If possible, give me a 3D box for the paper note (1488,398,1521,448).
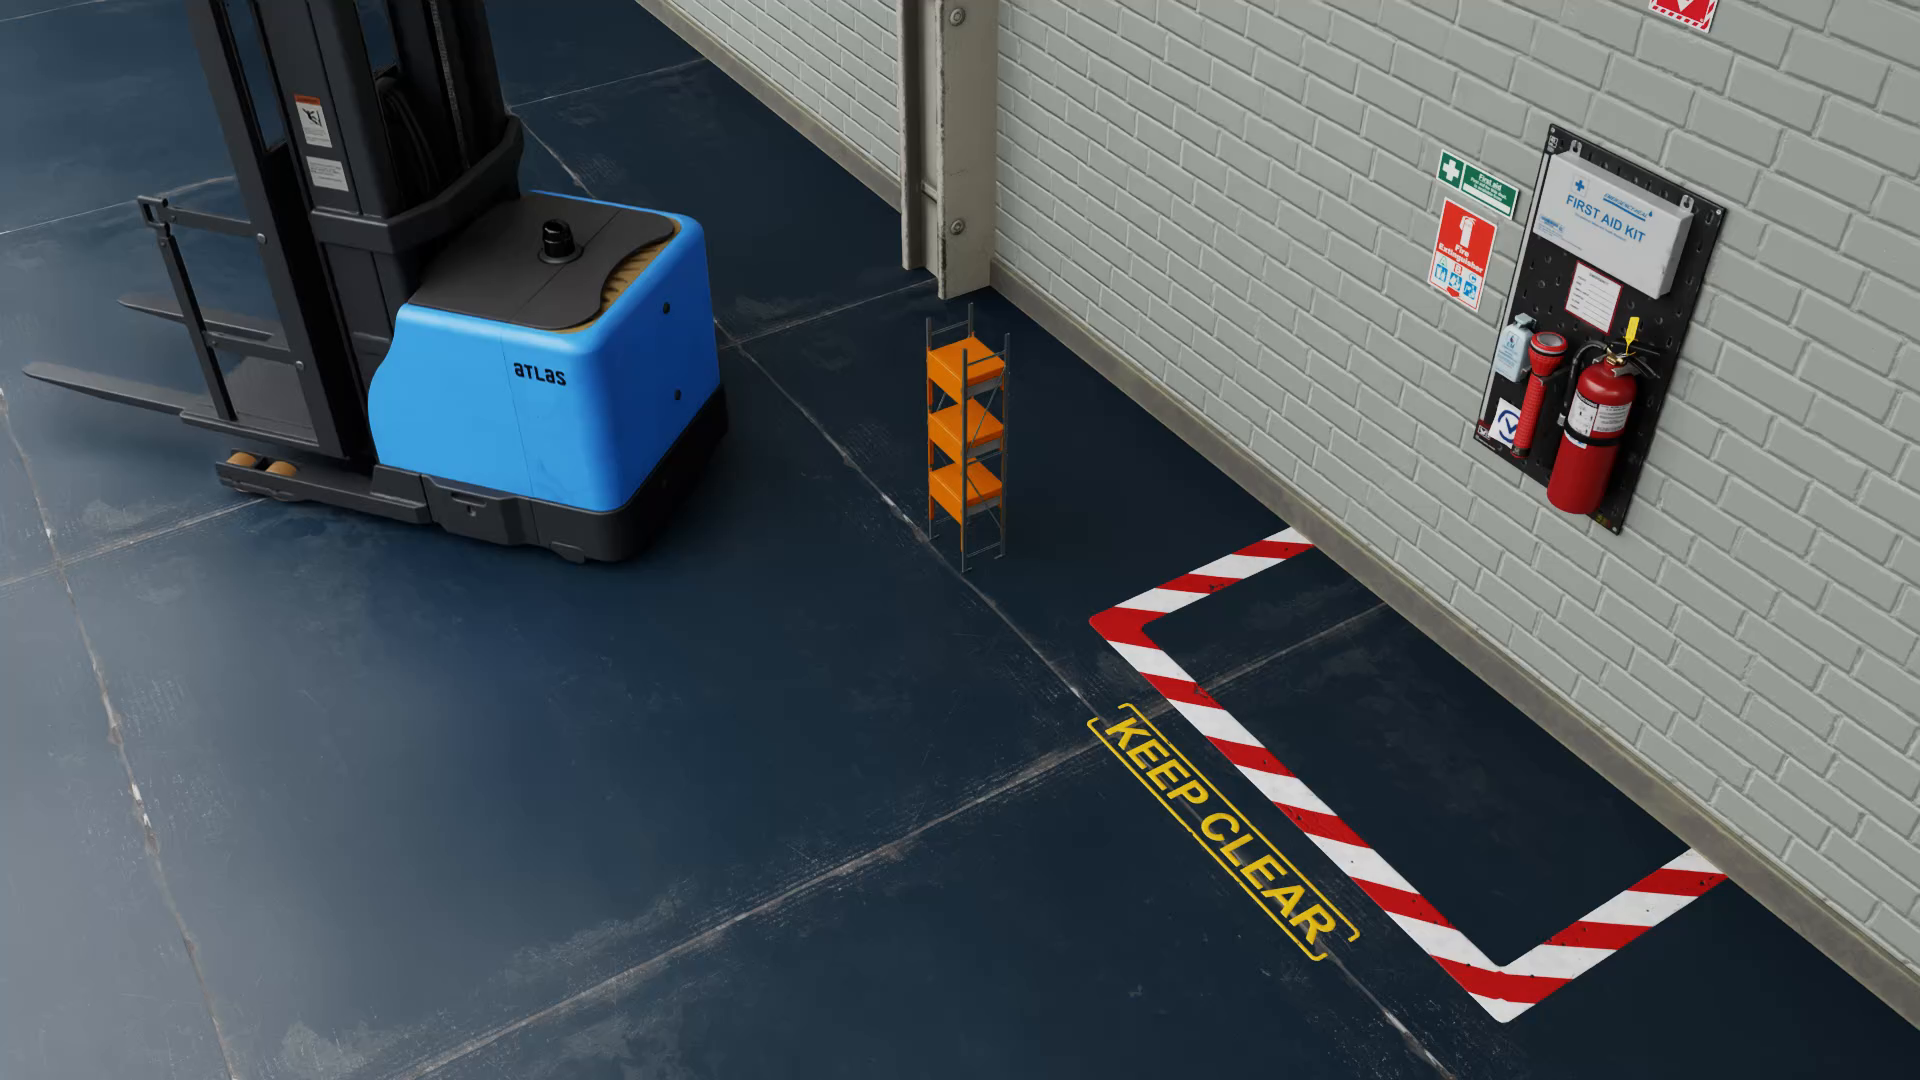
[{"bbox_3d":[1.835,-0.378,5.548,0.016,0.148,0.142,-22,45,-24],"label":"paper note"}]

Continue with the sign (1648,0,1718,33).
[{"bbox_3d":[1.952,-1.526,4.427,0.001,0.298,0.199,-22,45,-24],"label":"sign"}]

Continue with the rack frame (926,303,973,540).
[{"bbox_3d":[-0.037,-0.440,6.458,0.200,1.050,0.008,-22,45,-24],"label":"rack frame"}]

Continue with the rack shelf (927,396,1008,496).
[{"bbox_3d":[0.029,-0.366,6.386,0.215,0.259,0.240,-22,45,-24],"label":"rack shelf"}]

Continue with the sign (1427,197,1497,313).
[{"bbox_3d":[1.661,-0.945,5.513,0.001,0.329,0.234,-22,45,-24],"label":"sign"}]

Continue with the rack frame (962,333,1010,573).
[{"bbox_3d":[0.094,-0.309,6.300,0.200,1.050,0.008,-22,45,-24],"label":"rack frame"}]

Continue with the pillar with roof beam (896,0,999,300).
[{"bbox_3d":[-3.687,-3.311,3.694,9.100,9.000,0.400,-22,45,-24],"label":"pillar with roof beam"}]

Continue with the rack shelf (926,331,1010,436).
[{"bbox_3d":[0.029,-0.584,6.204,0.215,0.259,0.240,-22,45,-24],"label":"rack shelf"}]

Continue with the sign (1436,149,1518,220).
[{"bbox_3d":[1.656,-1.143,5.336,0.001,0.109,0.331,-22,45,-24],"label":"sign"}]

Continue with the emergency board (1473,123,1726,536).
[{"bbox_3d":[1.872,-0.597,5.123,0.194,1.169,0.643,-22,45,-24],"label":"emergency board"}]

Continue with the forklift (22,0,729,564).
[{"bbox_3d":[-2.579,-1.594,6.373,3.031,2.935,1.130,12,41,14],"label":"forklift"}]

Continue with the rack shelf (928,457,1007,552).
[{"bbox_3d":[0.029,-0.153,6.564,0.215,0.259,0.240,-22,45,-24],"label":"rack shelf"}]

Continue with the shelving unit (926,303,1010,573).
[{"bbox_3d":[0.029,-0.374,6.379,0.215,1.050,0.252,-22,45,-24],"label":"shelving unit"}]
